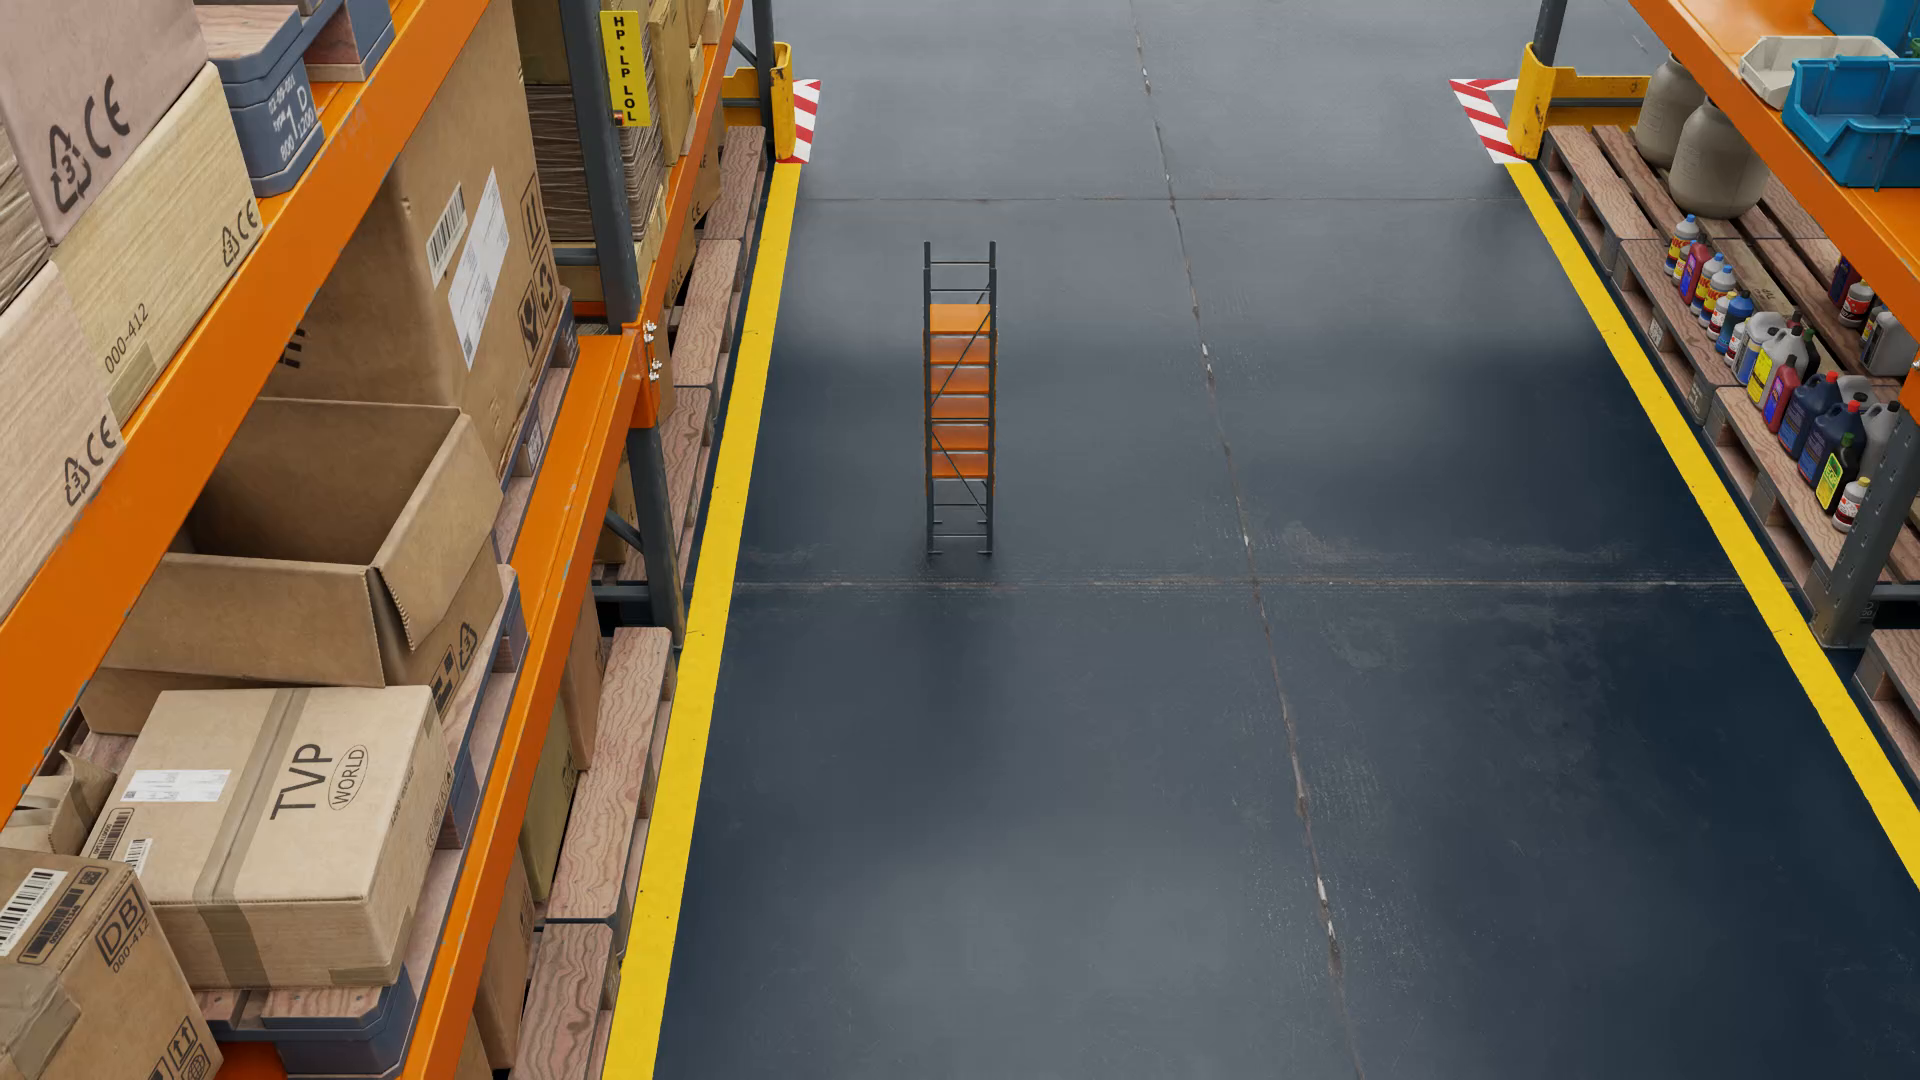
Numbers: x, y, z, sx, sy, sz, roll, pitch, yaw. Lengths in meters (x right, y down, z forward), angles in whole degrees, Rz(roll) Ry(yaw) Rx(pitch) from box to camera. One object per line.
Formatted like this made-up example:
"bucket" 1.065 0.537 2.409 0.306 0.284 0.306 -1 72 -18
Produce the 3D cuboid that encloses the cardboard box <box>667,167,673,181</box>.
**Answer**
"cardboard box" -1.187 -1.329 5.710 0.380 0.149 0.250 0 39 0

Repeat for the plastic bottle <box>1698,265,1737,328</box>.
"plastic bottle" 3.177 -1.024 6.959 0.097 0.271 0.097 0 39 0

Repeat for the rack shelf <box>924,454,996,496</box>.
"rack shelf" 0.000 -0.255 6.064 0.258 0.103 0.180 0 39 0

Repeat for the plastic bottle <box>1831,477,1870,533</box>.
"plastic bottle" 3.178 -0.133 5.903 0.097 0.201 0.097 0 39 0

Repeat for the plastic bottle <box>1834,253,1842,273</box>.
"plastic bottle" 3.926 -1.260 7.309 0.097 0.201 0.097 0 39 0

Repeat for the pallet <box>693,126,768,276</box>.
"pallet" -1.502 -1.681 8.179 1.003 0.211 1.213 0 39 0

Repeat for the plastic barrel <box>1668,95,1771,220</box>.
"plastic barrel" 3.564 -1.796 7.746 0.421 0.512 0.421 0 39 0

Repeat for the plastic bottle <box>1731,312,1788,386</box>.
"plastic bottle" 3.205 -0.762 6.628 0.152 0.276 0.135 1 39 1

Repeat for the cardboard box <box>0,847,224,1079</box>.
"cardboard box" -1.599 0.789 2.451 0.700 0.500 0.500 5 39 7

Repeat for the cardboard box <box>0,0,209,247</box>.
"cardboard box" -1.206 -0.652 1.787 0.500 0.500 0.500 -1 39 -1

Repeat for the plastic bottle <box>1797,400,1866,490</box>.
"plastic bottle" 3.201 -0.367 6.076 0.144 0.351 0.185 -1 39 -1

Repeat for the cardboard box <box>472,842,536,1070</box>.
"cardboard box" -1.501 1.013 4.235 0.700 0.500 0.500 -3 39 -4

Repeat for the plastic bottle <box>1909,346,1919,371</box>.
"plastic bottle" 3.904 -0.854 6.683 0.144 0.351 0.185 0 39 0

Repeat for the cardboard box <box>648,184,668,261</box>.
"cardboard box" -1.149 -1.016 5.320 0.380 0.149 0.250 0 39 0

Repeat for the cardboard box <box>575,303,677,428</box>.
"cardboard box" -1.431 -0.620 6.288 0.500 0.500 0.500 12 40 14

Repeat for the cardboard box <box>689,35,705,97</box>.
"cardboard box" -1.177 -1.798 6.296 0.380 0.149 0.250 0 39 0

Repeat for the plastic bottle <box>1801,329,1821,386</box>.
"plastic bottle" 3.303 -0.679 6.519 0.061 0.283 0.133 0 39 0

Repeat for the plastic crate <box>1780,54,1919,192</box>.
"plastic crate" 3.218 -1.461 5.793 0.499 0.251 0.616 0 39 0

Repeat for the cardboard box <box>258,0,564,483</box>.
"cardboard box" -1.602 -0.724 3.940 1.000 1.000 1.000 0 39 0

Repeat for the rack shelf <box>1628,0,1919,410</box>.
"rack shelf" 3.488 -1.797 6.669 1.077 0.370 4.000 0 39 0

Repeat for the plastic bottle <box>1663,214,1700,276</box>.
"plastic bottle" 3.176 -1.301 7.305 0.097 0.271 0.097 0 39 0

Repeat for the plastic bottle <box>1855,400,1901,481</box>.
"plastic bottle" 3.346 -0.367 6.076 0.144 0.351 0.185 0 39 0

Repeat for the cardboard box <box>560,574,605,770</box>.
"cardboard box" -1.483 0.365 5.044 0.700 0.500 0.500 -3 39 -4

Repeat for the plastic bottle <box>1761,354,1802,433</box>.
"plastic bottle" 3.159 -0.563 6.374 0.061 0.283 0.133 2 39 3

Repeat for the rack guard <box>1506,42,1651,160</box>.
"rack guard" 3.533 -2.305 8.727 1.175 0.500 0.348 0 39 0

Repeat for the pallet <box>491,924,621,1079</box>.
"pallet" -1.456 1.517 4.189 1.003 0.211 1.213 0 39 0

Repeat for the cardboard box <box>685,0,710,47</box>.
"cardboard box" -1.427 -2.198 6.276 0.875 0.500 0.500 0 39 0

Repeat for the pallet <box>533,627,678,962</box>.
"pallet" -1.460 0.752 5.143 1.003 0.211 1.213 0 39 0

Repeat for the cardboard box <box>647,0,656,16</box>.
"cardboard box" -1.211 -1.963 5.183 0.500 0.500 0.500 0 39 0

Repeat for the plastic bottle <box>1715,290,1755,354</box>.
"plastic bottle" 3.177 -0.898 6.801 0.097 0.271 0.097 0 39 0

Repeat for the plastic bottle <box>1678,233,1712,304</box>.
"plastic bottle" 3.158 -1.164 7.124 0.061 0.283 0.133 1 39 1

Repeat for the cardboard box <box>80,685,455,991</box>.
"cardboard box" -1.230 0.525 2.981 0.500 0.250 0.500 -1 39 -1

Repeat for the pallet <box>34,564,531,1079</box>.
"pallet" -1.501 0.515 3.362 1.003 0.211 1.213 0 39 0

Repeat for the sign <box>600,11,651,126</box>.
"sign" -0.908 -1.278 4.520 0.100 0.325 0.005 0 39 0

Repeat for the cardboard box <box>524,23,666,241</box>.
"cardboard box" -1.401 -1.260 5.105 0.875 0.500 0.500 0 39 0

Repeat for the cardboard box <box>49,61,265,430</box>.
"cardboard box" -1.214 -0.370 2.035 0.500 0.250 0.500 1 39 1

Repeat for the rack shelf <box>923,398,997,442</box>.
"rack shelf" 0.000 -0.443 5.914 0.258 0.103 0.180 0 39 0

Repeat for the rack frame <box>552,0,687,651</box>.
"rack frame" -1.463 -0.823 4.879 1.000 3.000 0.127 0 39 0

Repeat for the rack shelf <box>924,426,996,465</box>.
"rack shelf" 0.000 -0.349 5.989 0.258 0.103 0.180 0 39 0

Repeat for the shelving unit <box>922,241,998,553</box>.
"shelving unit" 0.000 -0.477 5.886 0.258 1.200 0.189 0 39 0

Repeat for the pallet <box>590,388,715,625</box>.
"pallet" -1.499 -0.155 6.275 1.003 0.211 1.213 0 39 0

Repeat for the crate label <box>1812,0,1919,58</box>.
"crate label" 3.758 -2.191 6.557 0.502 0.435 0.616 0 39 0

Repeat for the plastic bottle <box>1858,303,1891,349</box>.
"plastic bottle" 3.783 -0.884 6.841 0.097 0.201 0.097 0 39 0

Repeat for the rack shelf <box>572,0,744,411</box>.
"rack shelf" -1.465 -1.793 6.664 1.077 0.370 4.000 0 39 0

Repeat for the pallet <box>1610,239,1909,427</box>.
"pallet" 3.527 -0.923 7.234 1.003 0.211 1.213 0 39 0

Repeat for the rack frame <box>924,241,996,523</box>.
"rack frame" 0.000 -0.534 5.957 0.240 1.200 0.006 0 39 0

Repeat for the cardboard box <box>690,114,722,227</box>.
"cardboard box" -1.448 -1.749 7.697 0.500 0.500 0.500 10 40 12

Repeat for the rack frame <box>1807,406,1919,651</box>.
"rack frame" 3.490 -0.827 4.883 1.000 3.000 0.127 0 39 0
